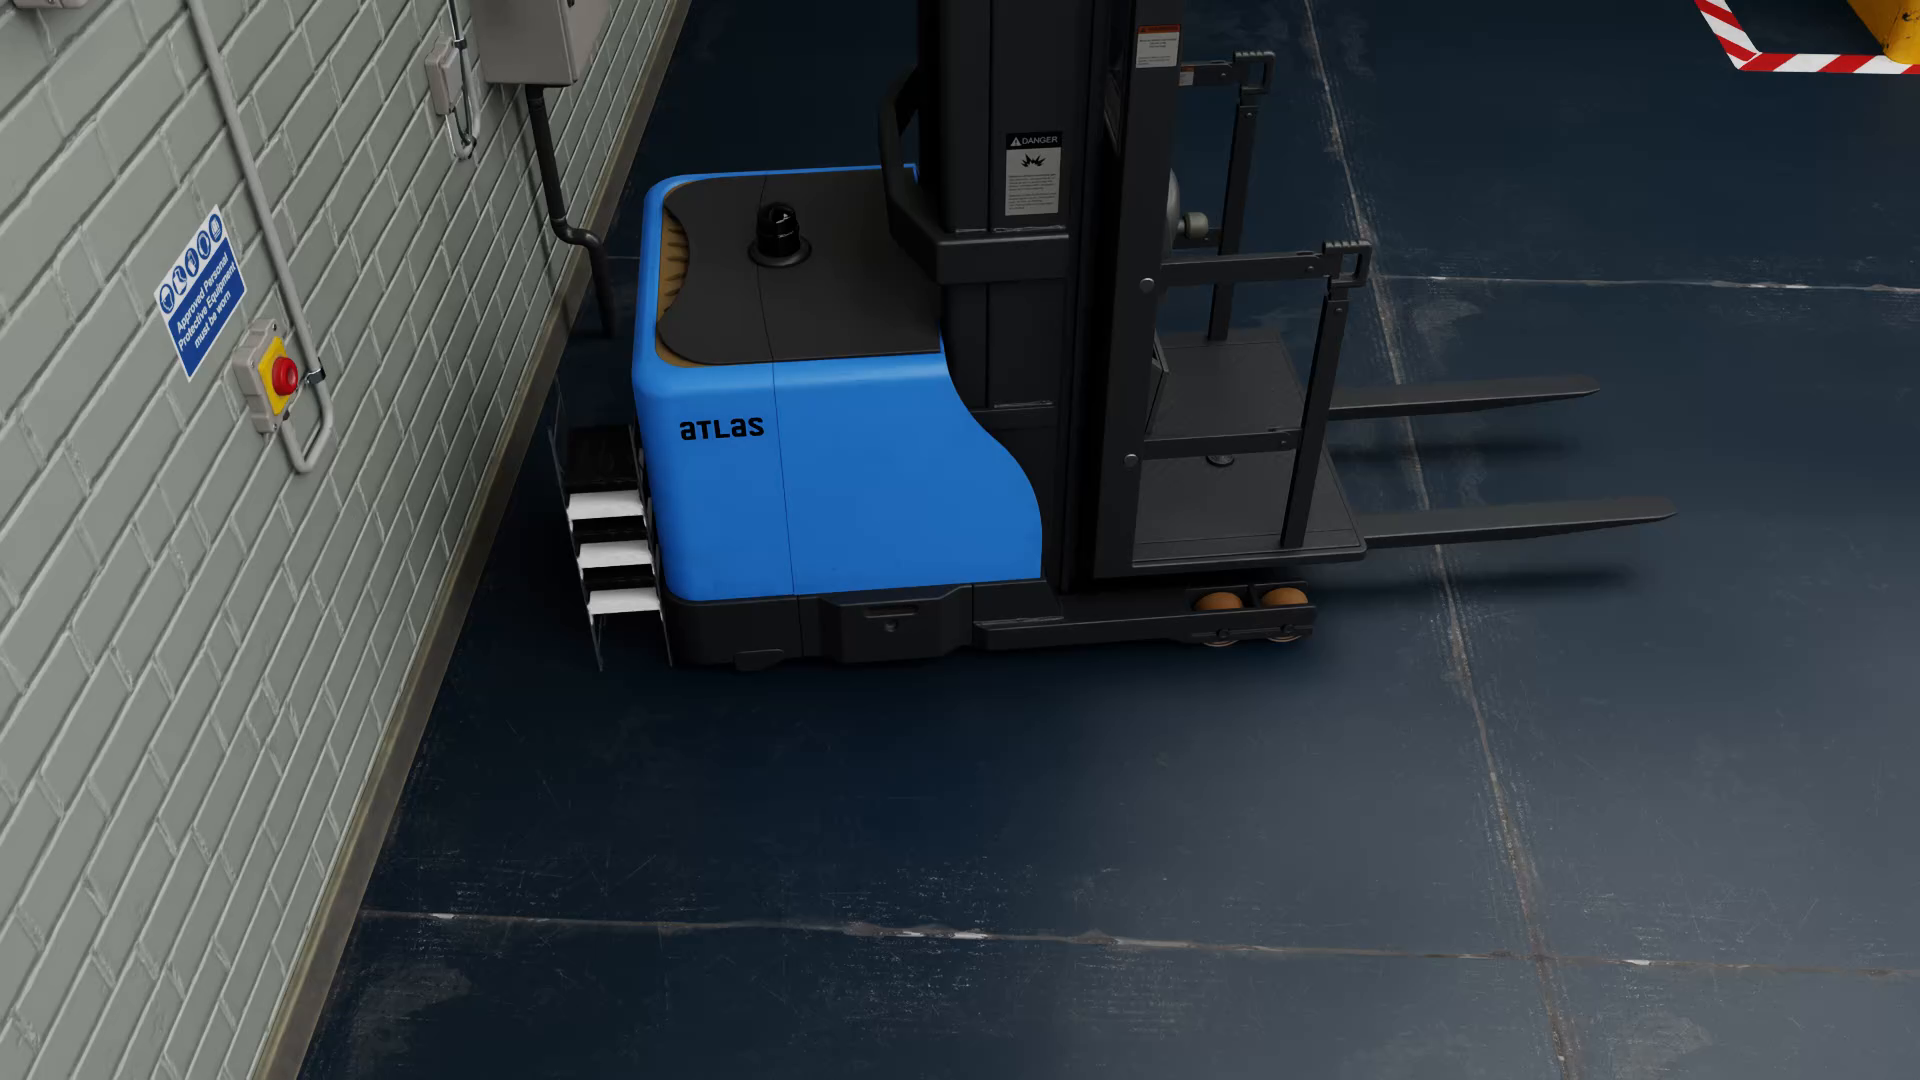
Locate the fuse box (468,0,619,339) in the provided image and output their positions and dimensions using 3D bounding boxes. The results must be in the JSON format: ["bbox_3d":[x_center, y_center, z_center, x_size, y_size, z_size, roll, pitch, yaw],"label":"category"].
[{"bbox_3d":[-1.242,-1.393,5.490,0.414,1.711,0.539,2,43,2],"label":"fuse box"}]

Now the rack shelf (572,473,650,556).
[{"bbox_3d":[-0.956,-0.076,4.588,0.200,0.077,0.258,-4,43,-4],"label":"rack shelf"}]

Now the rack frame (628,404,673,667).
[{"bbox_3d":[-0.854,-0.041,4.634,0.006,0.900,0.240,-4,43,-4],"label":"rack frame"}]

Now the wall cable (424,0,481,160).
[{"bbox_3d":[-1.430,-1.776,4.211,0.122,1.984,0.588,2,43,2],"label":"wall cable"}]

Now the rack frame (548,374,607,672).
[{"bbox_3d":[-1.057,-0.028,4.620,0.006,0.900,0.240,-4,43,-4],"label":"rack frame"}]

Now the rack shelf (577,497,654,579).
[{"bbox_3d":[-0.956,-0.010,4.650,0.200,0.077,0.258,-4,43,-4],"label":"rack shelf"}]

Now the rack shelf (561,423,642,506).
[{"bbox_3d":[-0.956,-0.208,4.466,0.200,0.077,0.258,-4,43,-4],"label":"rack shelf"}]

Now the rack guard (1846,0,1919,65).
[{"bbox_3d":[4.448,-2.744,7.829,0.348,0.500,1.175,2,43,2],"label":"rack guard"}]

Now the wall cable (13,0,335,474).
[{"bbox_3d":[-1.482,-0.822,3.163,0.123,1.953,0.585,2,43,2],"label":"wall cable"}]

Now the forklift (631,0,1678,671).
[{"bbox_3d":[0.626,-1.115,4.297,3.031,2.935,1.130,-4,43,-4],"label":"forklift"}]

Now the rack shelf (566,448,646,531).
[{"bbox_3d":[-0.956,-0.142,4.527,0.200,0.077,0.258,-4,43,-4],"label":"rack shelf"}]

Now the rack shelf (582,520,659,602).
[{"bbox_3d":[-0.956,0.056,4.711,0.200,0.077,0.258,-4,43,-4],"label":"rack shelf"}]

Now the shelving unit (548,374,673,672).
[{"bbox_3d":[-0.956,-0.035,4.627,0.210,0.900,0.258,-4,43,-4],"label":"shelving unit"}]

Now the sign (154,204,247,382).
[{"bbox_3d":[-1.545,-0.506,3.395,0.001,0.218,0.327,2,43,2],"label":"sign"}]

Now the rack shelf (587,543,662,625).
[{"bbox_3d":[-0.956,0.122,4.772,0.200,0.077,0.258,-4,43,-4],"label":"rack shelf"}]
